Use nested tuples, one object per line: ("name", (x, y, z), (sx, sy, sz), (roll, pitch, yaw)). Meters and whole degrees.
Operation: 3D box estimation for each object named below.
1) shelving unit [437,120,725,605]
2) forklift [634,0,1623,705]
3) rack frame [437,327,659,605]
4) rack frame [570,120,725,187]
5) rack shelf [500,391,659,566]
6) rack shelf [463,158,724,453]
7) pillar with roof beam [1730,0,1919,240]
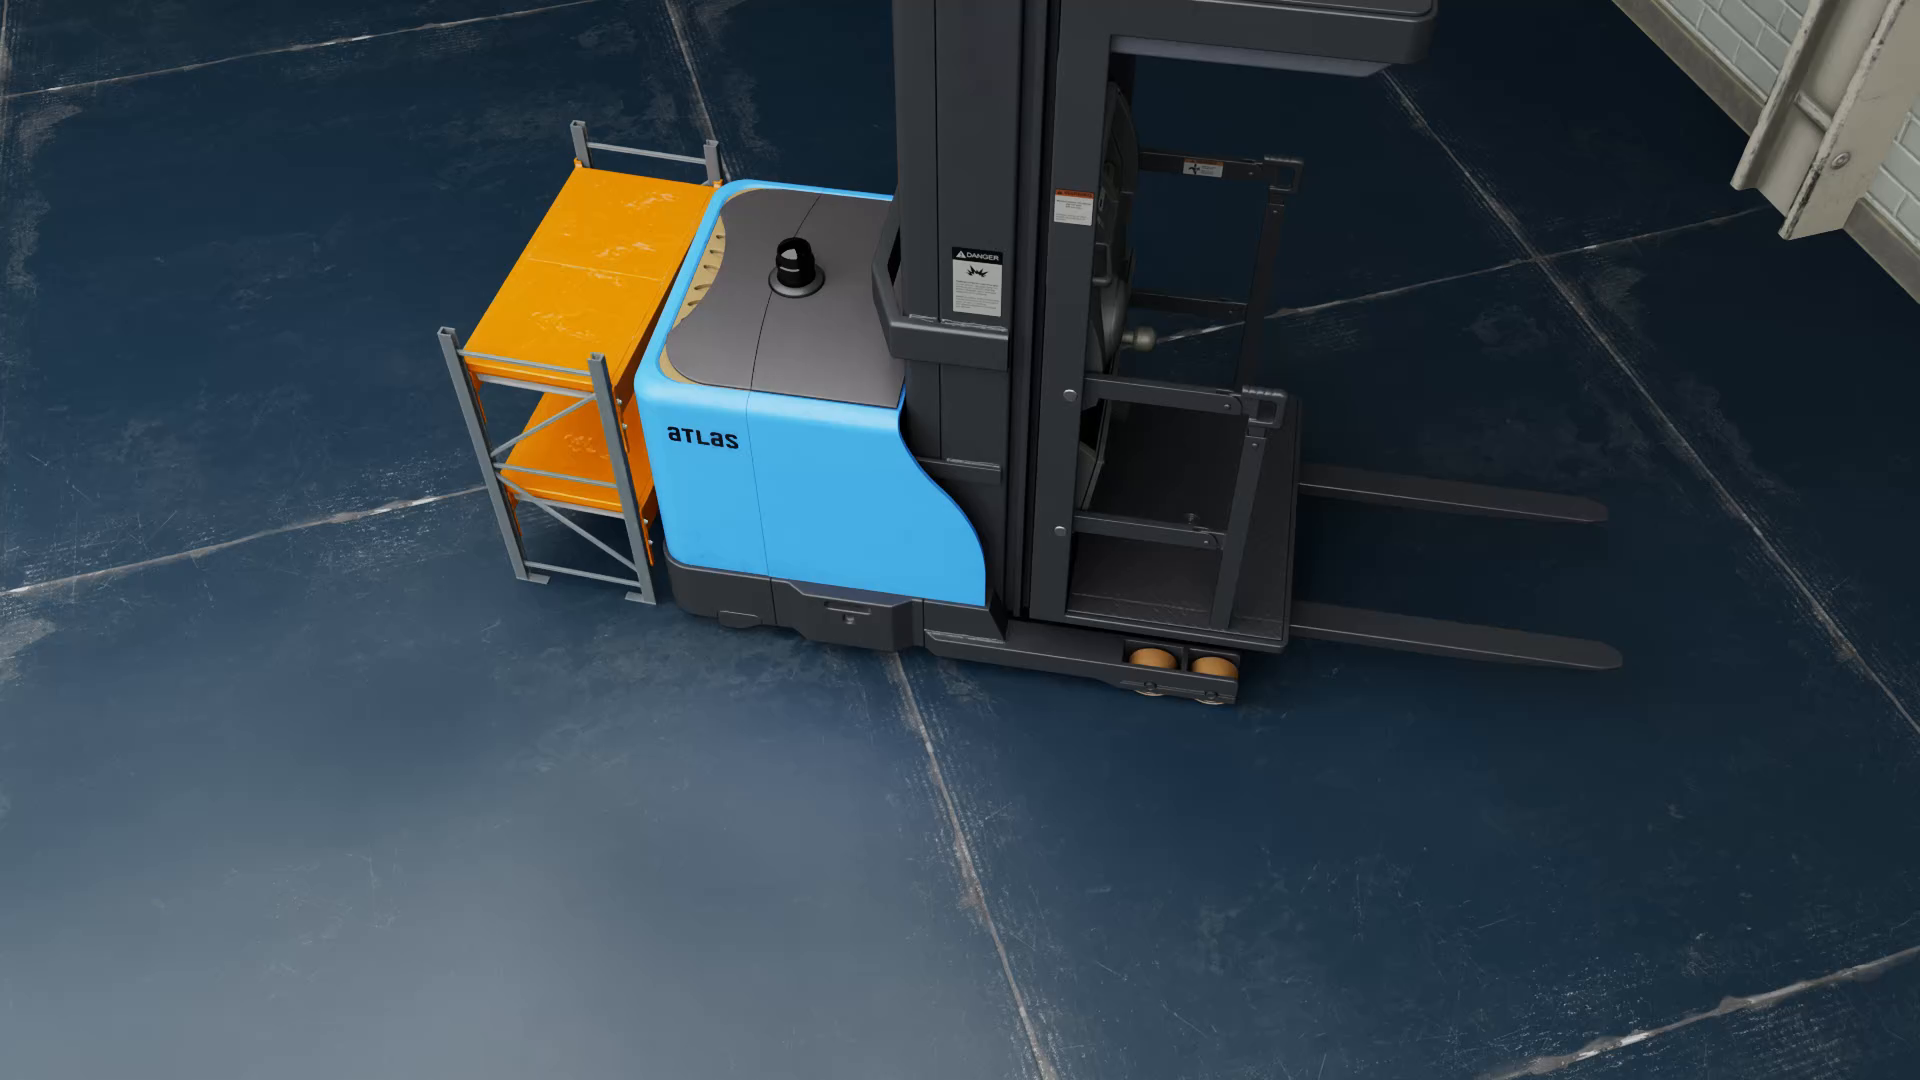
("shelving unit", (-1.140, -0.577, 5.501), (0.538, 1.125, 1.048), (10, 51, 8))
("forklift", (0.613, -0.862, 4.560), (3.031, 2.935, 1.130), (8, 50, 6))
("rack frame", (-1.256, -0.199, 5.182), (0.500, 1.125, 0.032), (10, 51, 8))
("rack frame", (-1.024, -0.955, 5.820), (0.500, 1.125, 0.032), (10, 51, 8))
("rack shelf", (-1.140, -0.419, 5.688), (0.538, 0.278, 1.000), (10, 51, 8))
("rack shelf", (-1.140, -0.766, 5.277), (0.538, 0.278, 1.000), (10, 51, 8))
("pillar with roof beam", (-0.659, -3.327, 2.669), (9.100, 9.000, 0.400), (-13, 51, -11))
